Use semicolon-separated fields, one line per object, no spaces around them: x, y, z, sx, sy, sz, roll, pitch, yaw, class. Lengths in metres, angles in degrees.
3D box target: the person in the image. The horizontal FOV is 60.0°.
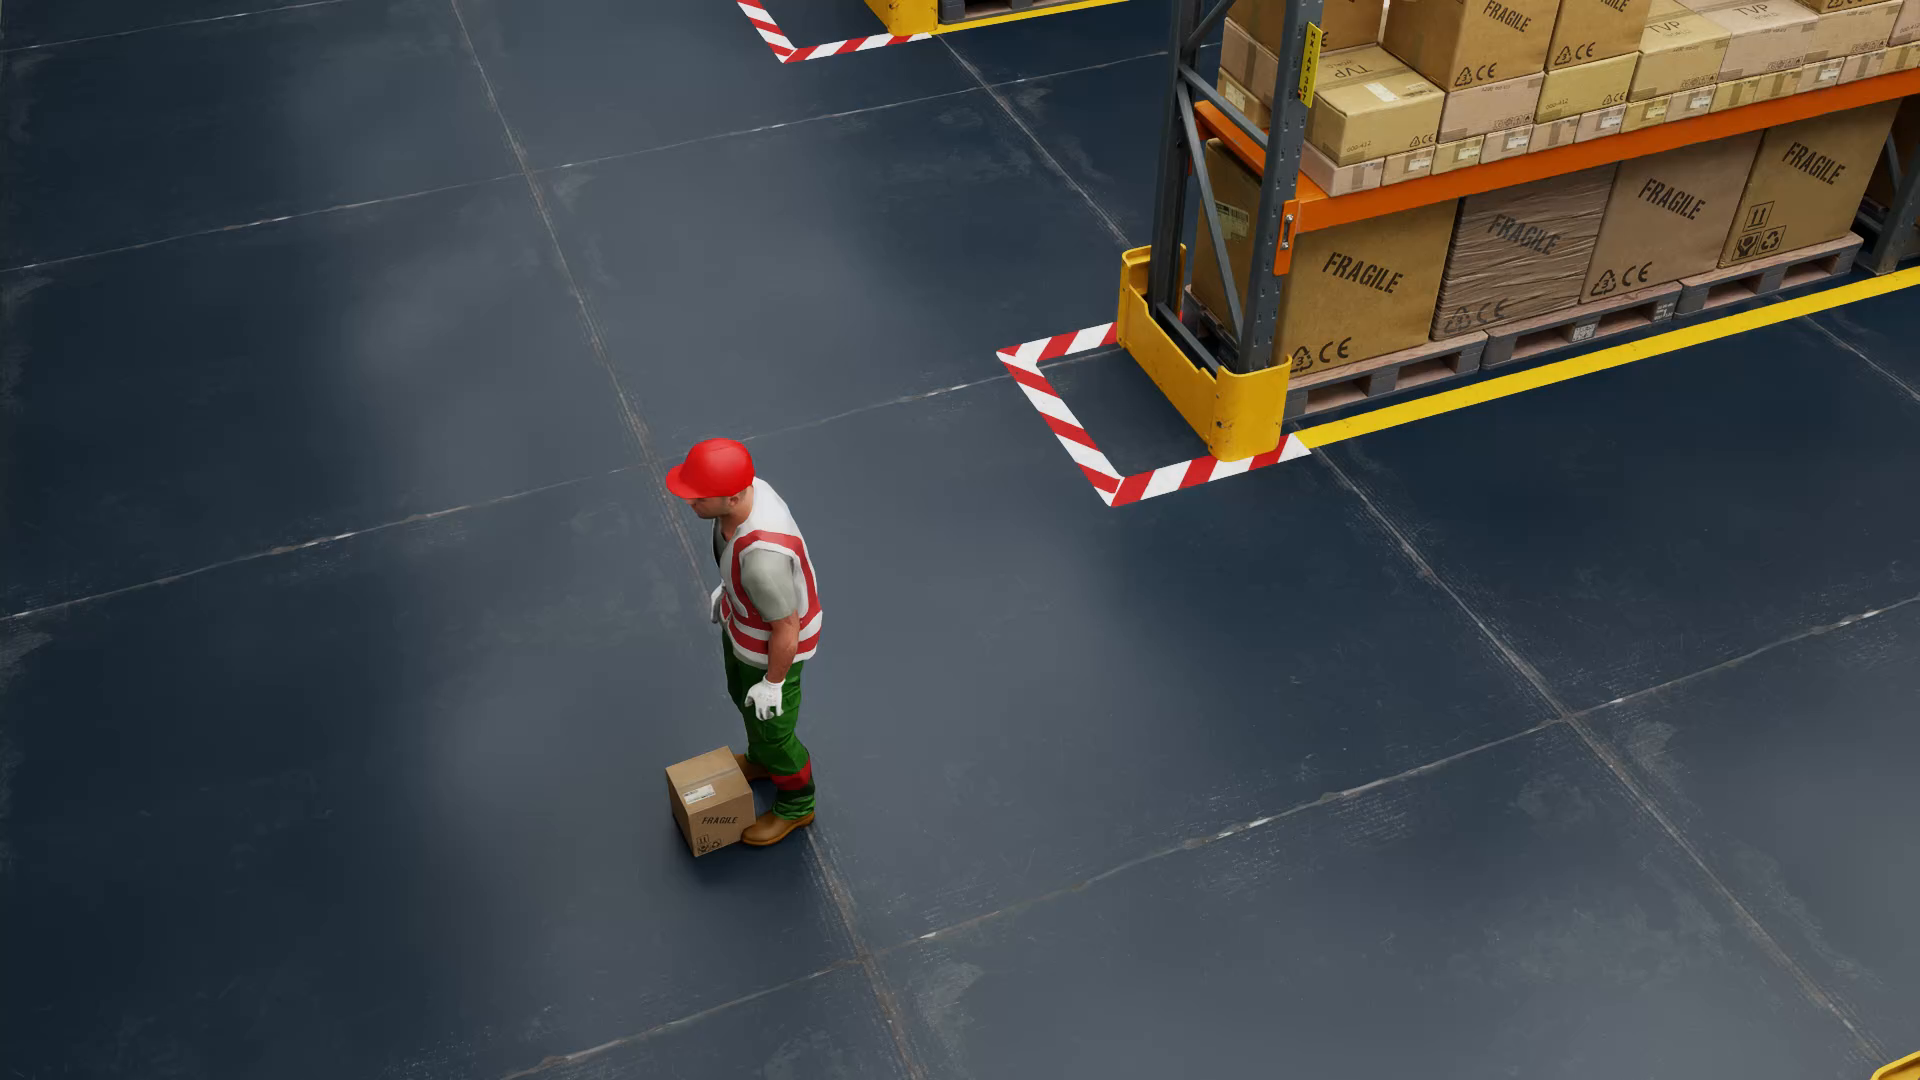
-0.715;0.341;5.760;0.448;1.780;0.610;-15;44;-16;person
